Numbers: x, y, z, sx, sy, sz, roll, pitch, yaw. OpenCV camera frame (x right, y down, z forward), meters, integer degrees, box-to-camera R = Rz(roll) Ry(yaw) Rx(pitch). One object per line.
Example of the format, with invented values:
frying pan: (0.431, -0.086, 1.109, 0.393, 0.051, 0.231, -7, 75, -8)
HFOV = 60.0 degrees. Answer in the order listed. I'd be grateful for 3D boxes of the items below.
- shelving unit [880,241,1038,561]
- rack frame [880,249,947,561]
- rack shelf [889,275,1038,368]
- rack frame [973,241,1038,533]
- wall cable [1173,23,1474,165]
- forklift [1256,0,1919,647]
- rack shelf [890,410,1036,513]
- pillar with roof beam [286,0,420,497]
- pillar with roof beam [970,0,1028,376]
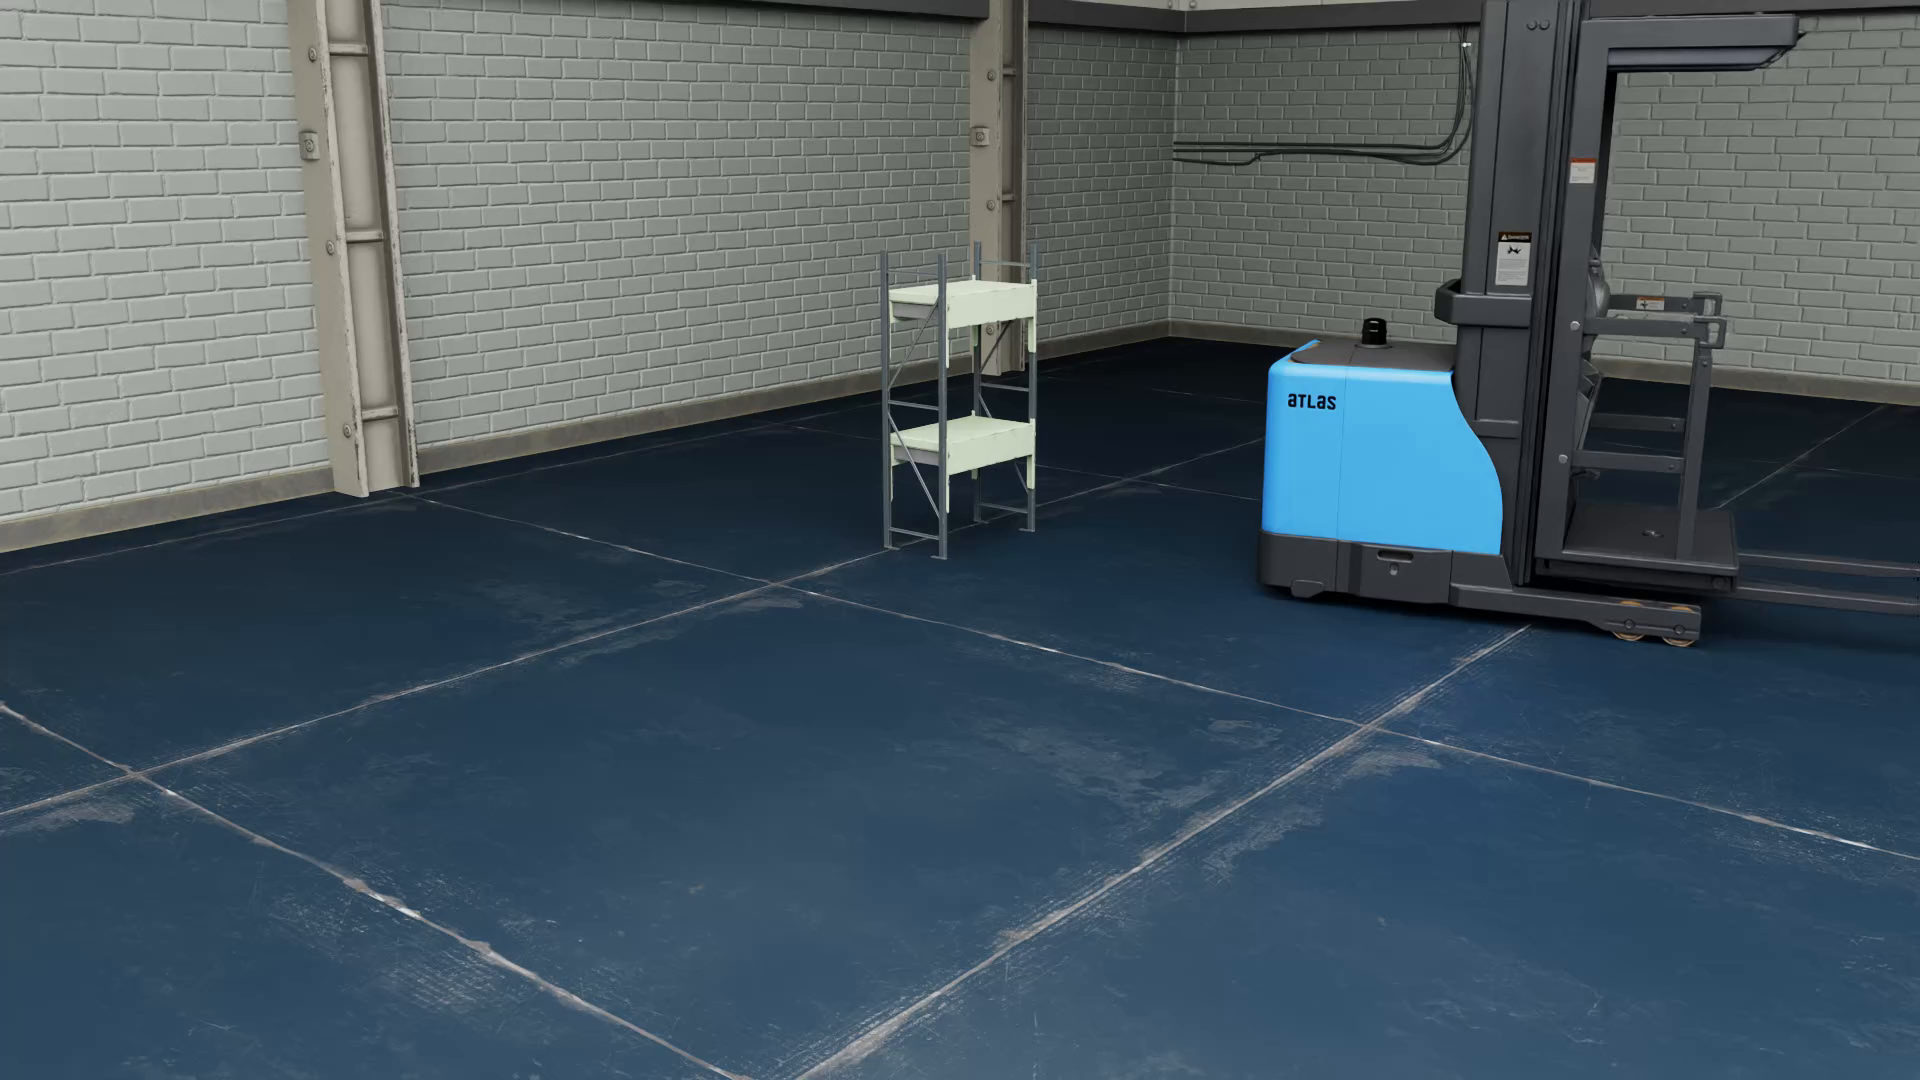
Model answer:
shelving unit: (0.004, -0.728, 8.443, 0.431, 1.500, 0.755, 11, 18, 38)
rack frame: (-0.226, -0.658, 8.167, 0.400, 1.500, 0.023, 11, 18, 38)
rack shelf: (0.004, -1.106, 8.347, 0.431, 0.370, 0.720, 11, 18, 38)
rack frame: (0.234, -0.798, 8.719, 0.400, 1.500, 0.023, 11, 18, 38)
wall cable: (3.202, -4.672, 15.042, 3.097, 2.526, 0.112, 11, 18, 38)
forklift: (2.923, -1.128, 7.110, 3.031, 2.935, 1.130, 6, 15, 22)
rack shelf: (0.004, -0.412, 8.524, 0.431, 0.370, 0.720, 11, 18, 38)
pillar with roof beam: (-0.101, -4.002, 6.099, 9.100, 9.000, 0.400, 11, 18, 38)
pillar with roof beam: (3.670, -5.151, 10.622, 9.100, 9.000, 0.400, 11, 18, 38)
